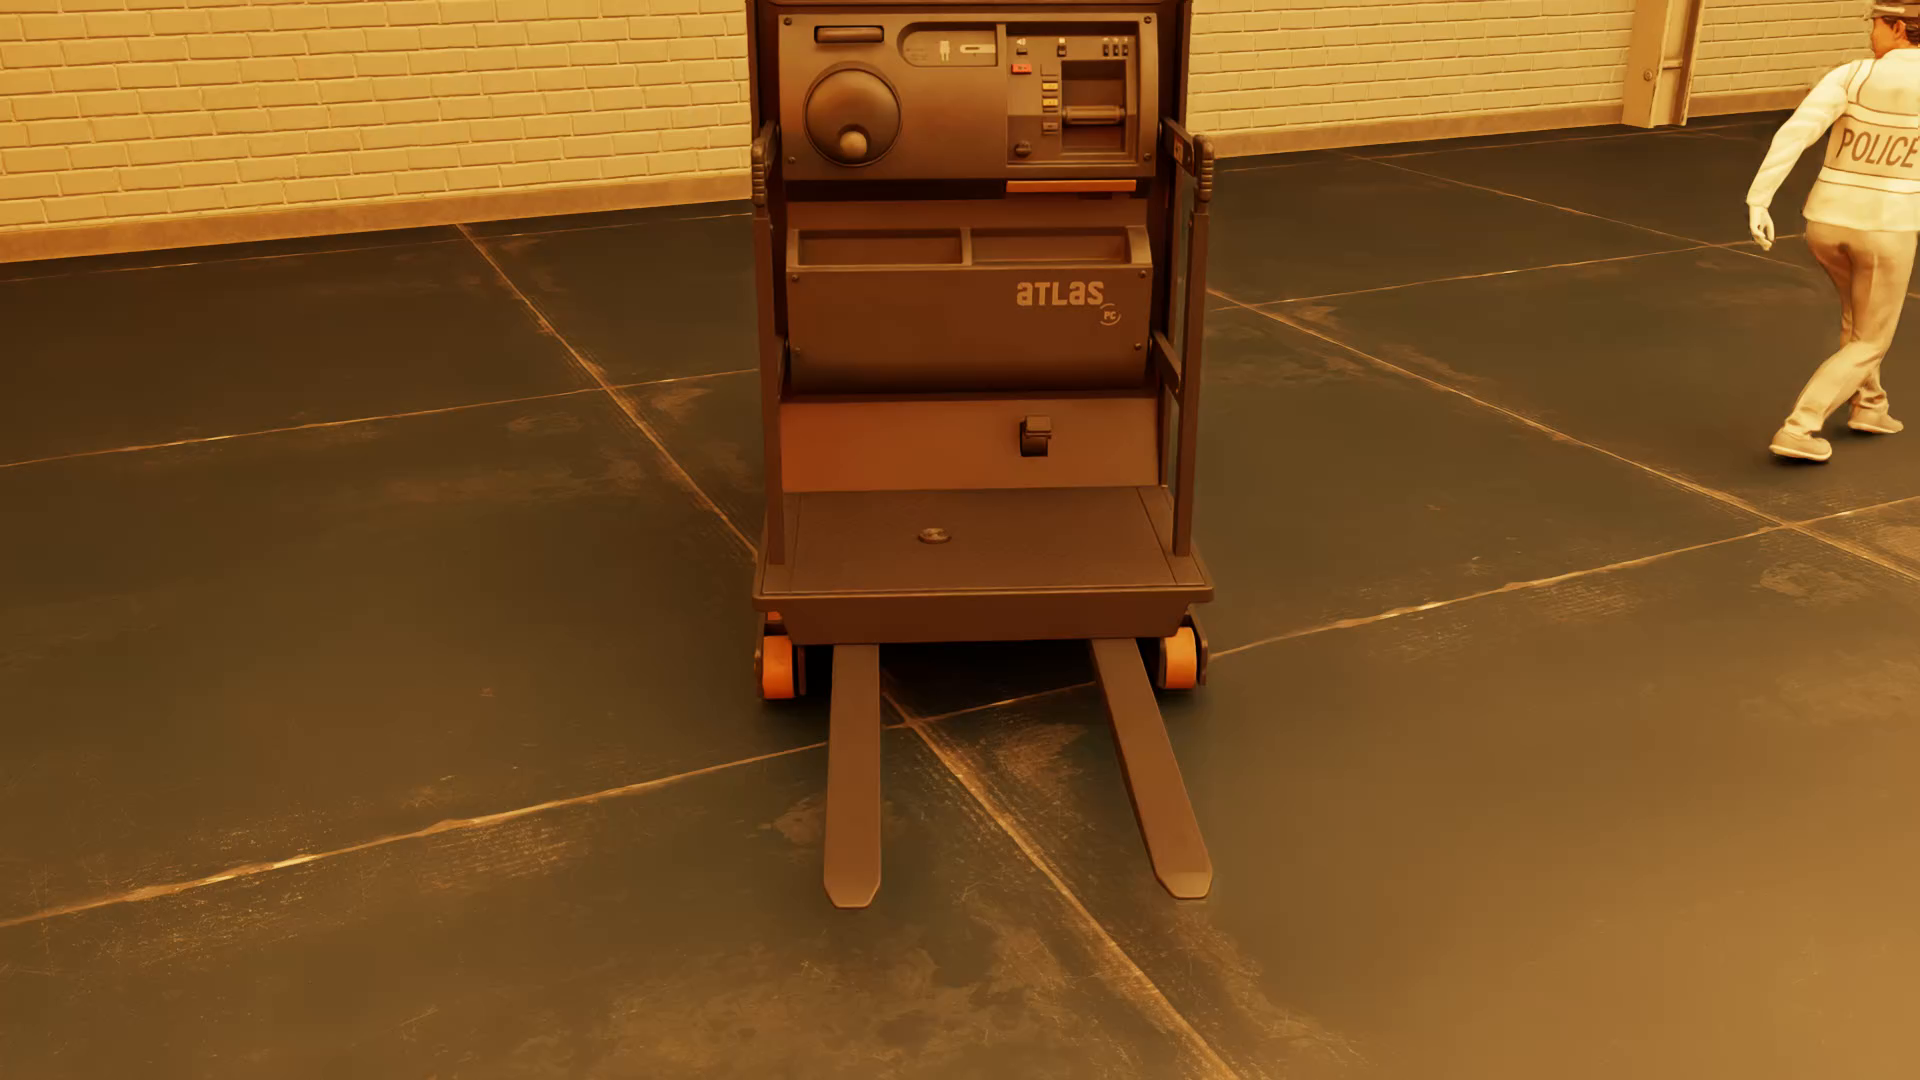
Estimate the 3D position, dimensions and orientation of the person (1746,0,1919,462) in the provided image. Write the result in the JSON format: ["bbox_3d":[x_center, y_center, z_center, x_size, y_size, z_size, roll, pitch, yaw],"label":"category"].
[{"bbox_3d":[3.072,-1.056,5.631,0.897,1.611,0.506,-18,28,-36],"label":"person"}]

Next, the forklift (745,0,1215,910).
[{"bbox_3d":[0.035,-1.081,3.889,1.130,2.935,3.031,-1,23,-3],"label":"forklift"}]
